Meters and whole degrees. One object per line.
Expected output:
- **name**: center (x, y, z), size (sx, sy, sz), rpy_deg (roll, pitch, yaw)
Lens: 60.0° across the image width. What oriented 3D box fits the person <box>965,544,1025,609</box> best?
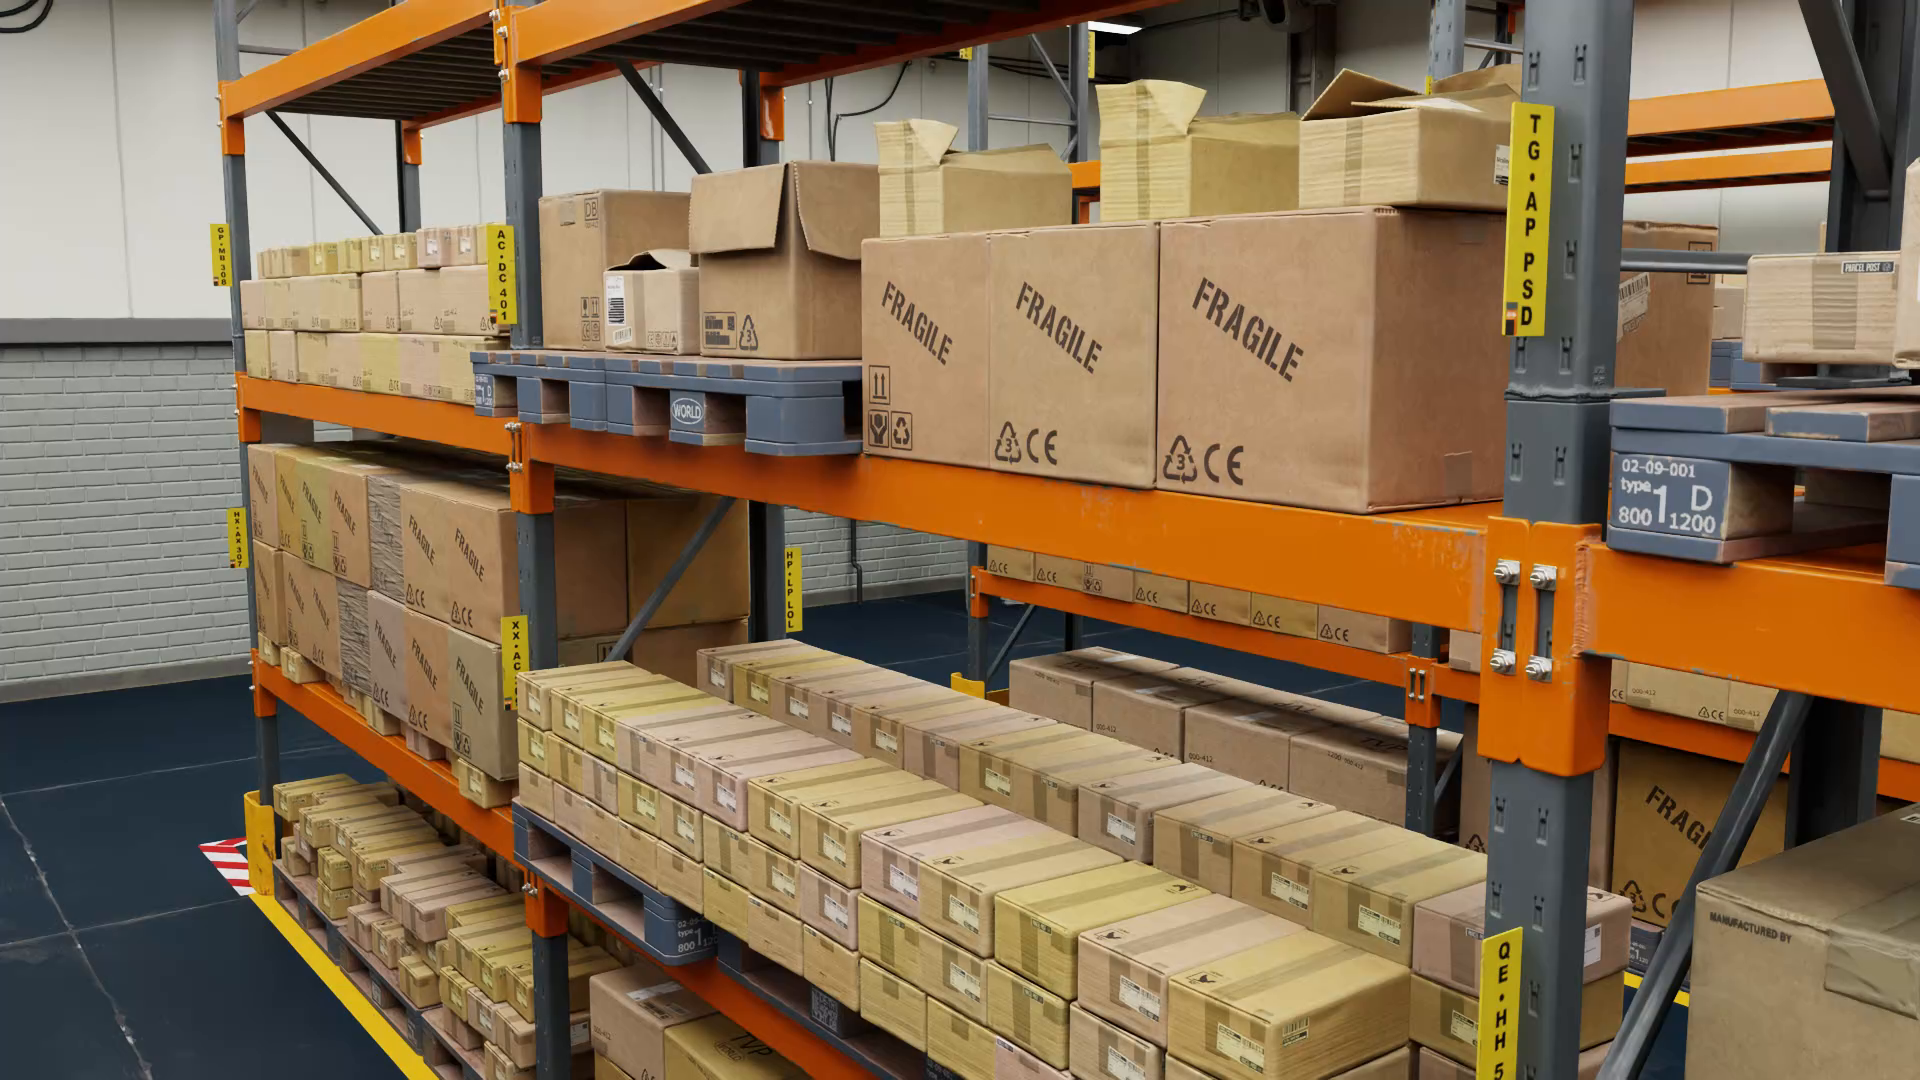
- **person**: center (0.340, -0.159, 17.806), size (0.591, 1.750, 0.742), rpy_deg (7, 10, 41)
